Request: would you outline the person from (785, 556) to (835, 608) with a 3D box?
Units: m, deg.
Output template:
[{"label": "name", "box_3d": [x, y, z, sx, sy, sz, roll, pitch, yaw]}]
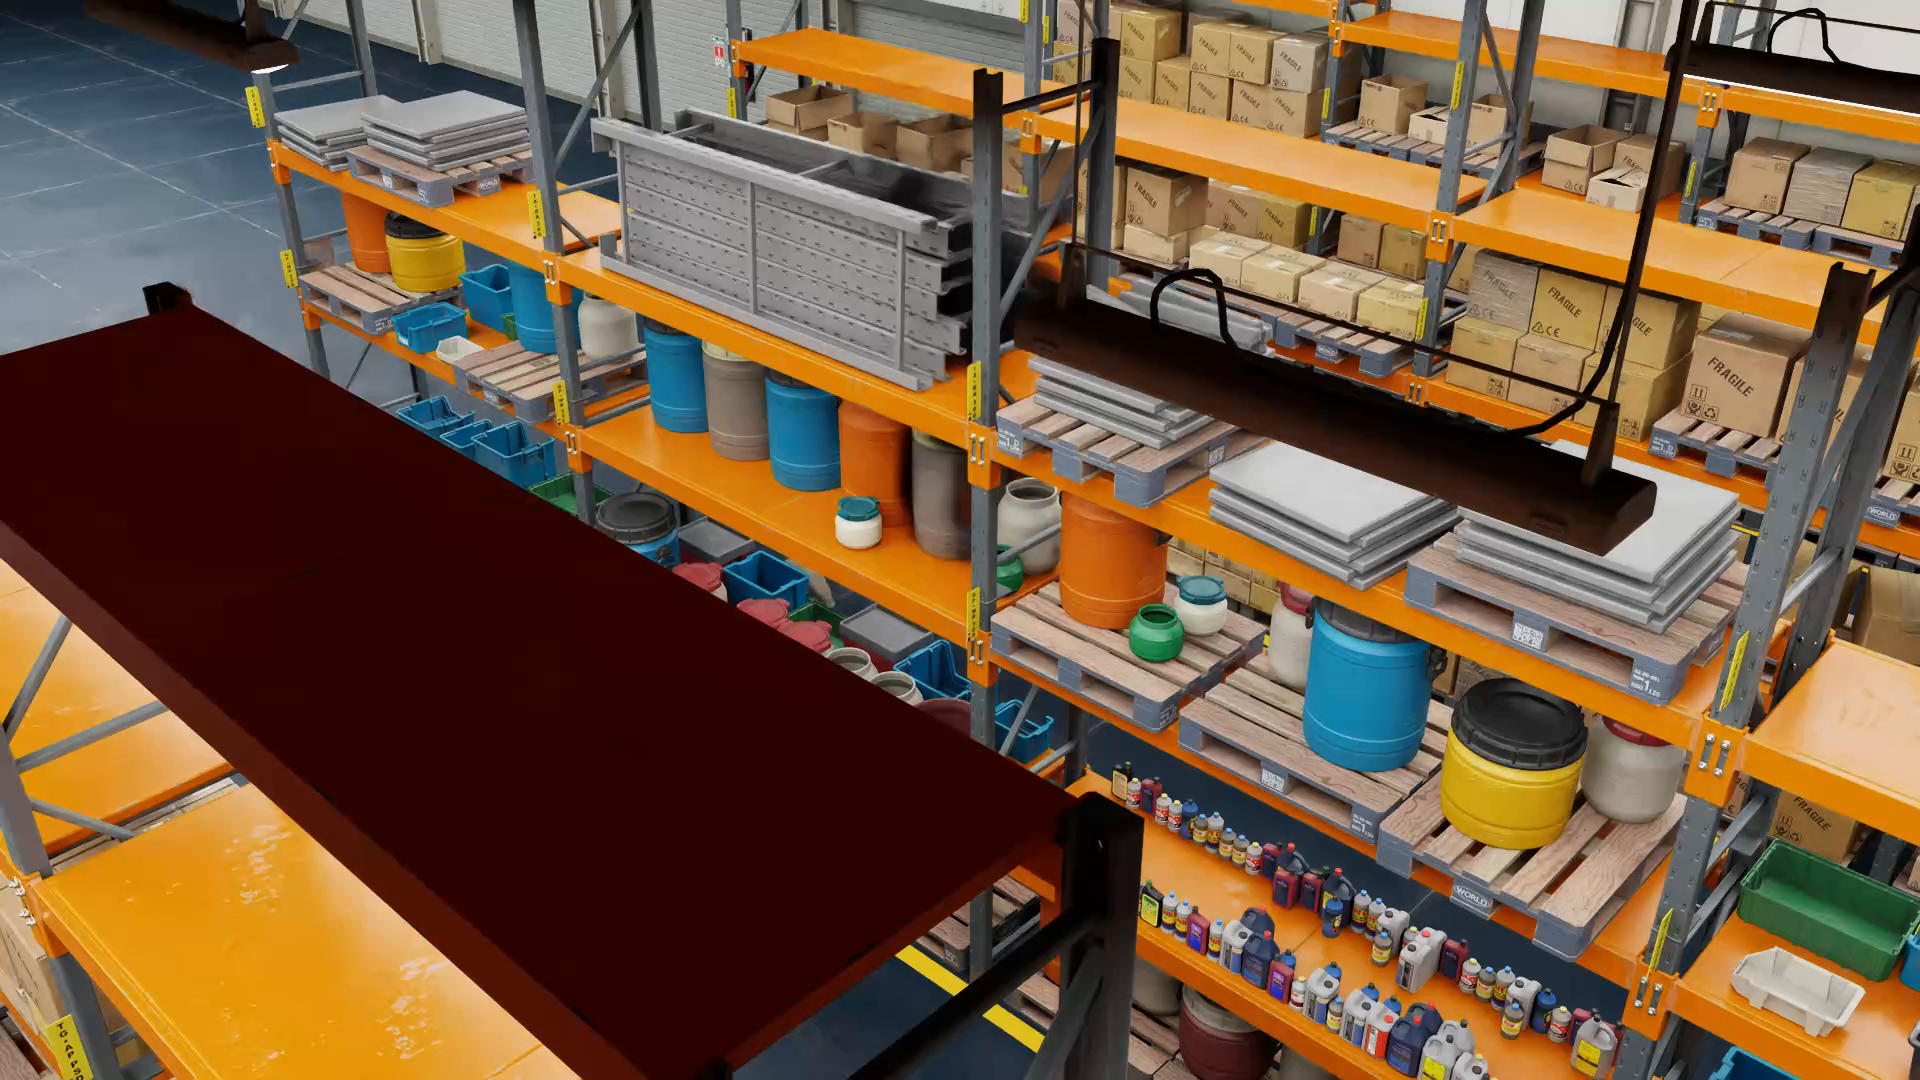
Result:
[{"label": "person", "box_3d": [-1.448, -0.139, 14.777, 0.800, 1.810, 0.626, 21, 36, 33]}]
